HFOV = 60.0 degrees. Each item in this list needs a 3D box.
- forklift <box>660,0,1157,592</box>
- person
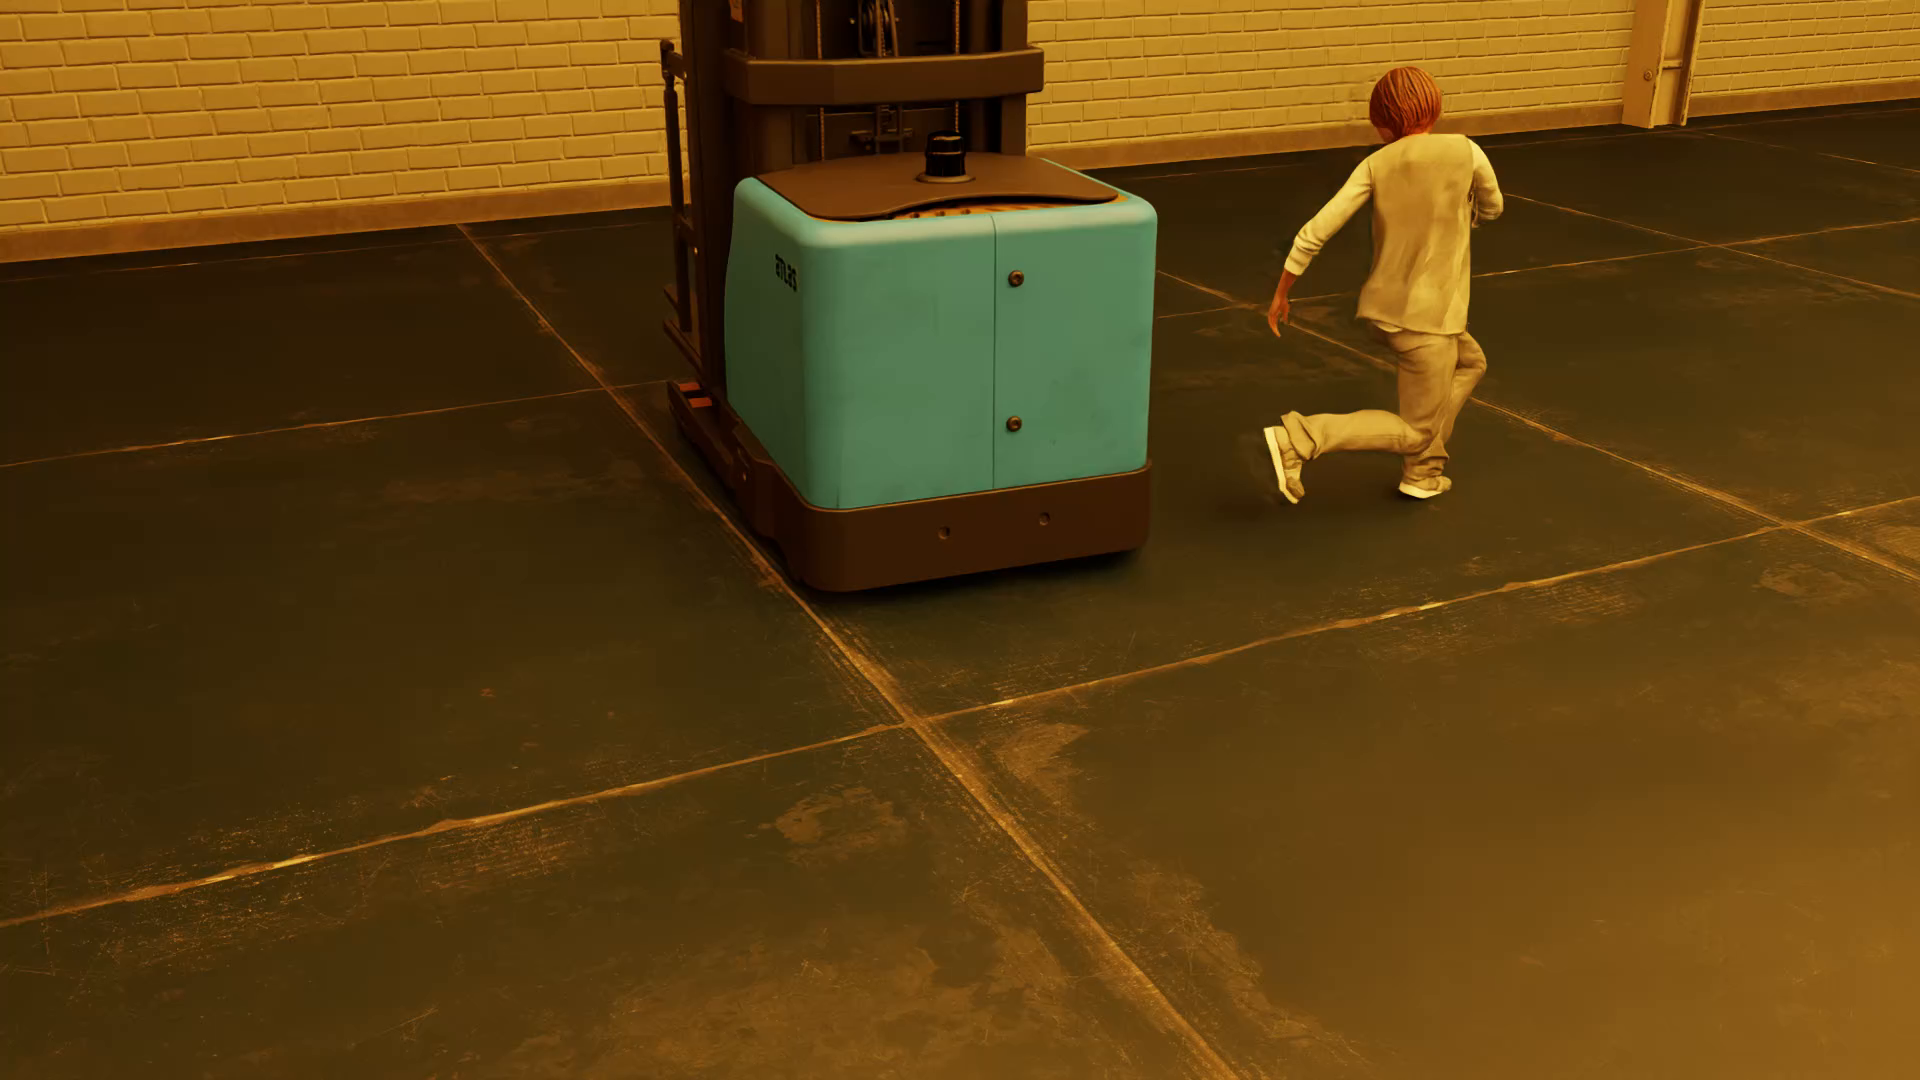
[{"bbox_3d":[-0.430,-1.745,5.488,1.130,2.935,3.031,-8,24,-19],"label":"forklift"},{"bbox_3d":[1.321,-0.757,5.201,0.822,1.383,0.547,-14,26,-30],"label":"person"}]
